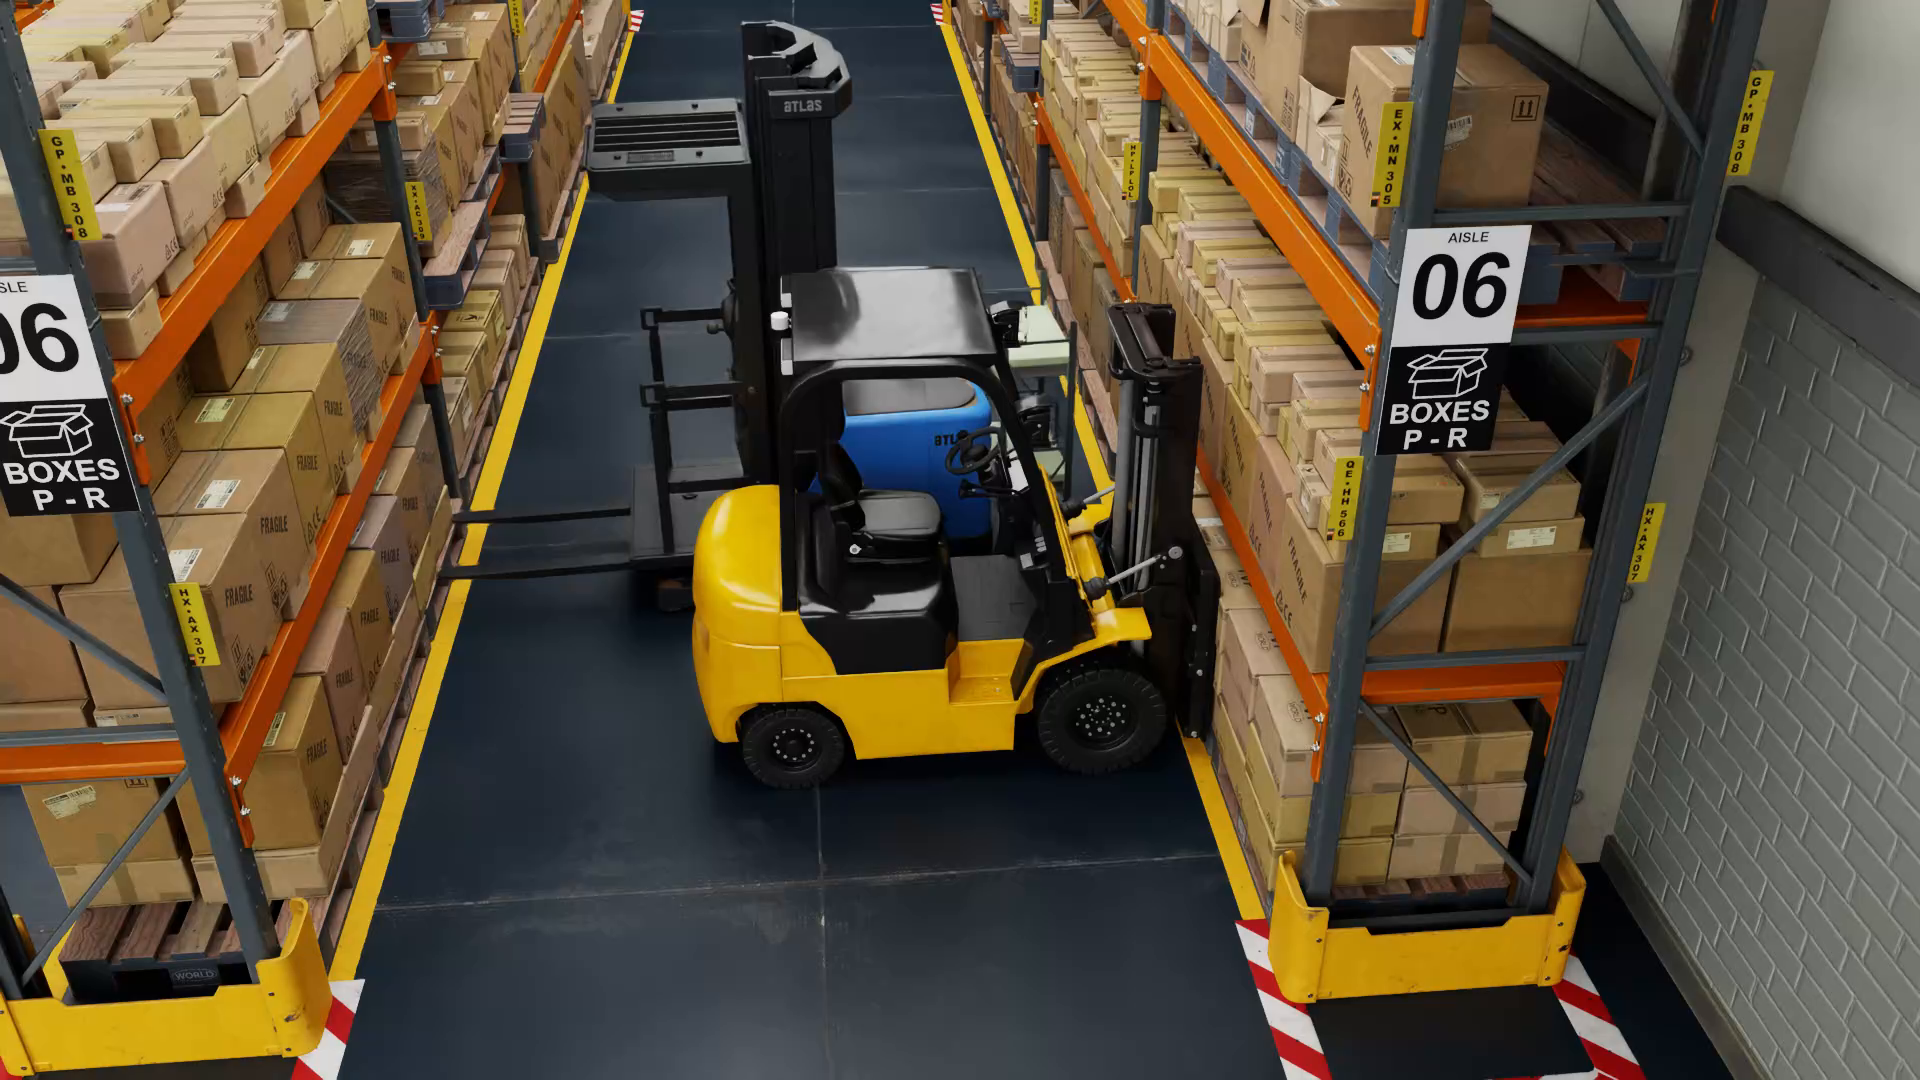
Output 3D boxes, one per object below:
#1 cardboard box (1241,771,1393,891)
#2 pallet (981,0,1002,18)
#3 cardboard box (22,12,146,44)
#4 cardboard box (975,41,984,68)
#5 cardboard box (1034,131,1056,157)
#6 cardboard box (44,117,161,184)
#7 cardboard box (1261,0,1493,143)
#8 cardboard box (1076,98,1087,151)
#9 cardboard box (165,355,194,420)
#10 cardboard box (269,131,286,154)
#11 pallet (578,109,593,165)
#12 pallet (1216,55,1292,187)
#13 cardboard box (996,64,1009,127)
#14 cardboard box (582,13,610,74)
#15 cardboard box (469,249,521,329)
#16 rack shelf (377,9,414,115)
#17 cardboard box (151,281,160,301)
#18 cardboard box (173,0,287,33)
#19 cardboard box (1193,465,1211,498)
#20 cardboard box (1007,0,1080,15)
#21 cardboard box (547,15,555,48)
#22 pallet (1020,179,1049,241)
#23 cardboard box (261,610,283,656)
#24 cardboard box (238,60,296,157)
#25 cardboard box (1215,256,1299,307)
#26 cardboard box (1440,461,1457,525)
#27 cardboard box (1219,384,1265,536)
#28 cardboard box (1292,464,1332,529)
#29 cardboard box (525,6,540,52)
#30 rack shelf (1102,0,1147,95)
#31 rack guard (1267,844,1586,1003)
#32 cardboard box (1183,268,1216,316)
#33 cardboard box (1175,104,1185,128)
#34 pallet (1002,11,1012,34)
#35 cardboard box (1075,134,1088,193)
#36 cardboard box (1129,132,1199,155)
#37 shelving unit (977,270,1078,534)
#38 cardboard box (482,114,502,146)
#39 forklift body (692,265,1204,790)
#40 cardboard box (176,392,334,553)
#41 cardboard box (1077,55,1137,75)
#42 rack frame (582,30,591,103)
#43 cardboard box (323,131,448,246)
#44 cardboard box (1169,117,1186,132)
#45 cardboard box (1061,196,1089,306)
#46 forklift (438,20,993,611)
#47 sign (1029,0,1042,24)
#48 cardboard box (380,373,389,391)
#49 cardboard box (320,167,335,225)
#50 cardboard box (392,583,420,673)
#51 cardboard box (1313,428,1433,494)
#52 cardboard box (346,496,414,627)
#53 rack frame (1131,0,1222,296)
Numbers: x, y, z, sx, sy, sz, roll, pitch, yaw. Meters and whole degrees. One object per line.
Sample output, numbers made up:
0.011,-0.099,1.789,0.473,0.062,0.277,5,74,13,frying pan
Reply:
1.505,1.215,7.063,0.500,0.250,0.500,-3,31,-4,cardboard box
0.708,-5.191,15.704,1.003,0.211,1.213,-3,31,-5,pallet
-3.571,-2.046,6.794,0.380,0.149,0.250,-3,31,-5,cardboard box
0.364,-5.146,17.698,0.396,0.266,0.258,-2,31,-3,cardboard box
0.818,-3.270,13.696,0.380,0.149,0.250,-4,31,-7,cardboard box
-2.910,-1.293,5.532,0.380,0.149,0.250,-3,31,-5,cardboard box
1.583,-1.856,6.403,0.700,0.500,0.500,-3,31,-4,cardboard box
1.064,-2.773,11.127,0.500,0.250,0.500,-2,31,-4,cardboard box
-3.533,-0.685,6.610,0.700,0.500,0.500,-3,31,-5,cardboard box
-3.097,-1.734,7.048,0.380,0.149,0.250,-2,31,-4,cardboard box
-4.052,-3.860,16.007,1.003,0.211,1.213,-3,31,-5,pallet
1.706,-1.797,6.994,1.003,0.211,1.213,-3,31,-5,pallet
0.623,-4.265,15.994,0.500,0.500,0.500,-3,31,-5,cardboard box
-4.236,-5.310,17.805,0.875,0.438,0.875,-4,31,-6,cardboard box
-3.706,-1.792,11.978,0.950,0.372,0.625,-3,31,-6,cardboard box
-3.639,-3.363,10.232,1.077,0.370,4.000,-3,31,-5,rack shelf
-2.900,-0.815,5.510,0.380,0.149,0.250,-4,31,-6,cardboard box
-3.092,-2.203,7.055,0.380,0.149,0.250,-3,31,-6,cardboard box
1.318,-0.255,8.548,0.500,0.250,0.500,-2,31,-3,cardboard box
0.779,-4.694,14.174,0.797,0.503,0.637,-3,31,-6,cardboard box
-3.779,-4.384,14.311,0.500,0.250,0.500,-3,31,-5,cardboard box
1.084,-2.831,14.284,1.003,0.211,1.213,-3,31,-5,pallet
-2.886,0.336,6.507,0.380,0.149,0.250,-4,31,-6,cardboard box
-2.999,-1.724,6.642,0.500,0.250,0.500,-2,31,-4,cardboard box
1.423,-1.221,7.849,0.380,0.149,0.250,-3,31,-5,cardboard box
2.004,-0.190,6.414,0.380,0.149,0.250,-3,31,-5,cardboard box
1.468,-0.369,7.345,0.500,0.500,0.500,-3,31,-6,cardboard box
1.499,-0.174,6.387,0.380,0.149,0.250,-2,31,-4,cardboard box
-3.674,-4.090,13.331,0.500,0.250,0.500,-2,31,-3,cardboard box
1.303,-3.603,10.633,1.077,0.370,4.000,-3,31,-5,rack shelf
1.866,1.525,6.710,1.175,0.500,0.348,-3,31,-5,rack guard
1.308,-1.221,8.140,0.380,0.149,0.250,-3,31,-5,cardboard box
1.604,-2.767,10.728,0.380,0.149,0.250,-3,31,-5,cardboard box
0.930,-4.555,14.638,1.003,0.211,1.213,-3,31,-5,pallet
1.058,-2.558,11.253,0.500,0.250,0.500,-2,31,-3,cardboard box
1.224,-2.346,10.023,0.380,0.149,0.250,-3,31,-5,cardboard box
0.356,-0.673,9.414,0.431,1.500,0.755,-5,31,-8,shelving unit
-3.340,-2.793,11.336,0.380,0.149,0.250,-2,31,-4,cardboard box
-0.130,-0.077,7.781,2.313,2.155,1.214,-3,31,-5,forklift body
-2.947,-0.271,6.891,0.500,0.500,0.500,-3,31,-6,cardboard box
1.018,-3.263,11.559,0.380,0.149,0.250,-2,31,-4,cardboard box
-4.199,-5.447,15.945,1.000,3.000,0.127,-3,31,-5,rack frame
-3.210,-1.967,9.321,0.500,0.500,0.500,-2,31,-3,cardboard box
1.624,-2.544,10.743,0.500,0.250,0.500,-3,31,-6,cardboard box
1.229,-2.153,12.336,0.875,0.625,0.625,-2,31,-3,cardboard box
-1.381,-1.160,8.834,3.031,2.935,1.130,-5,31,-8,forklift
0.576,-4.077,12.599,0.100,0.325,0.005,-3,31,-5,sign
-3.142,-0.842,8.479,0.380,0.149,0.250,-3,31,-4,cardboard box
-3.724,-1.939,9.274,0.500,0.500,0.500,-3,31,-6,cardboard box
-3.027,0.458,8.331,0.500,0.250,0.500,-2,31,-4,cardboard box
1.566,-0.307,6.319,0.380,0.149,0.250,-3,31,-5,cardboard box
-3.031,0.125,8.157,0.500,0.500,0.500,-1,31,-2,cardboard box
1.490,-1.603,9.508,1.000,3.000,0.127,-3,31,-5,rack frame
